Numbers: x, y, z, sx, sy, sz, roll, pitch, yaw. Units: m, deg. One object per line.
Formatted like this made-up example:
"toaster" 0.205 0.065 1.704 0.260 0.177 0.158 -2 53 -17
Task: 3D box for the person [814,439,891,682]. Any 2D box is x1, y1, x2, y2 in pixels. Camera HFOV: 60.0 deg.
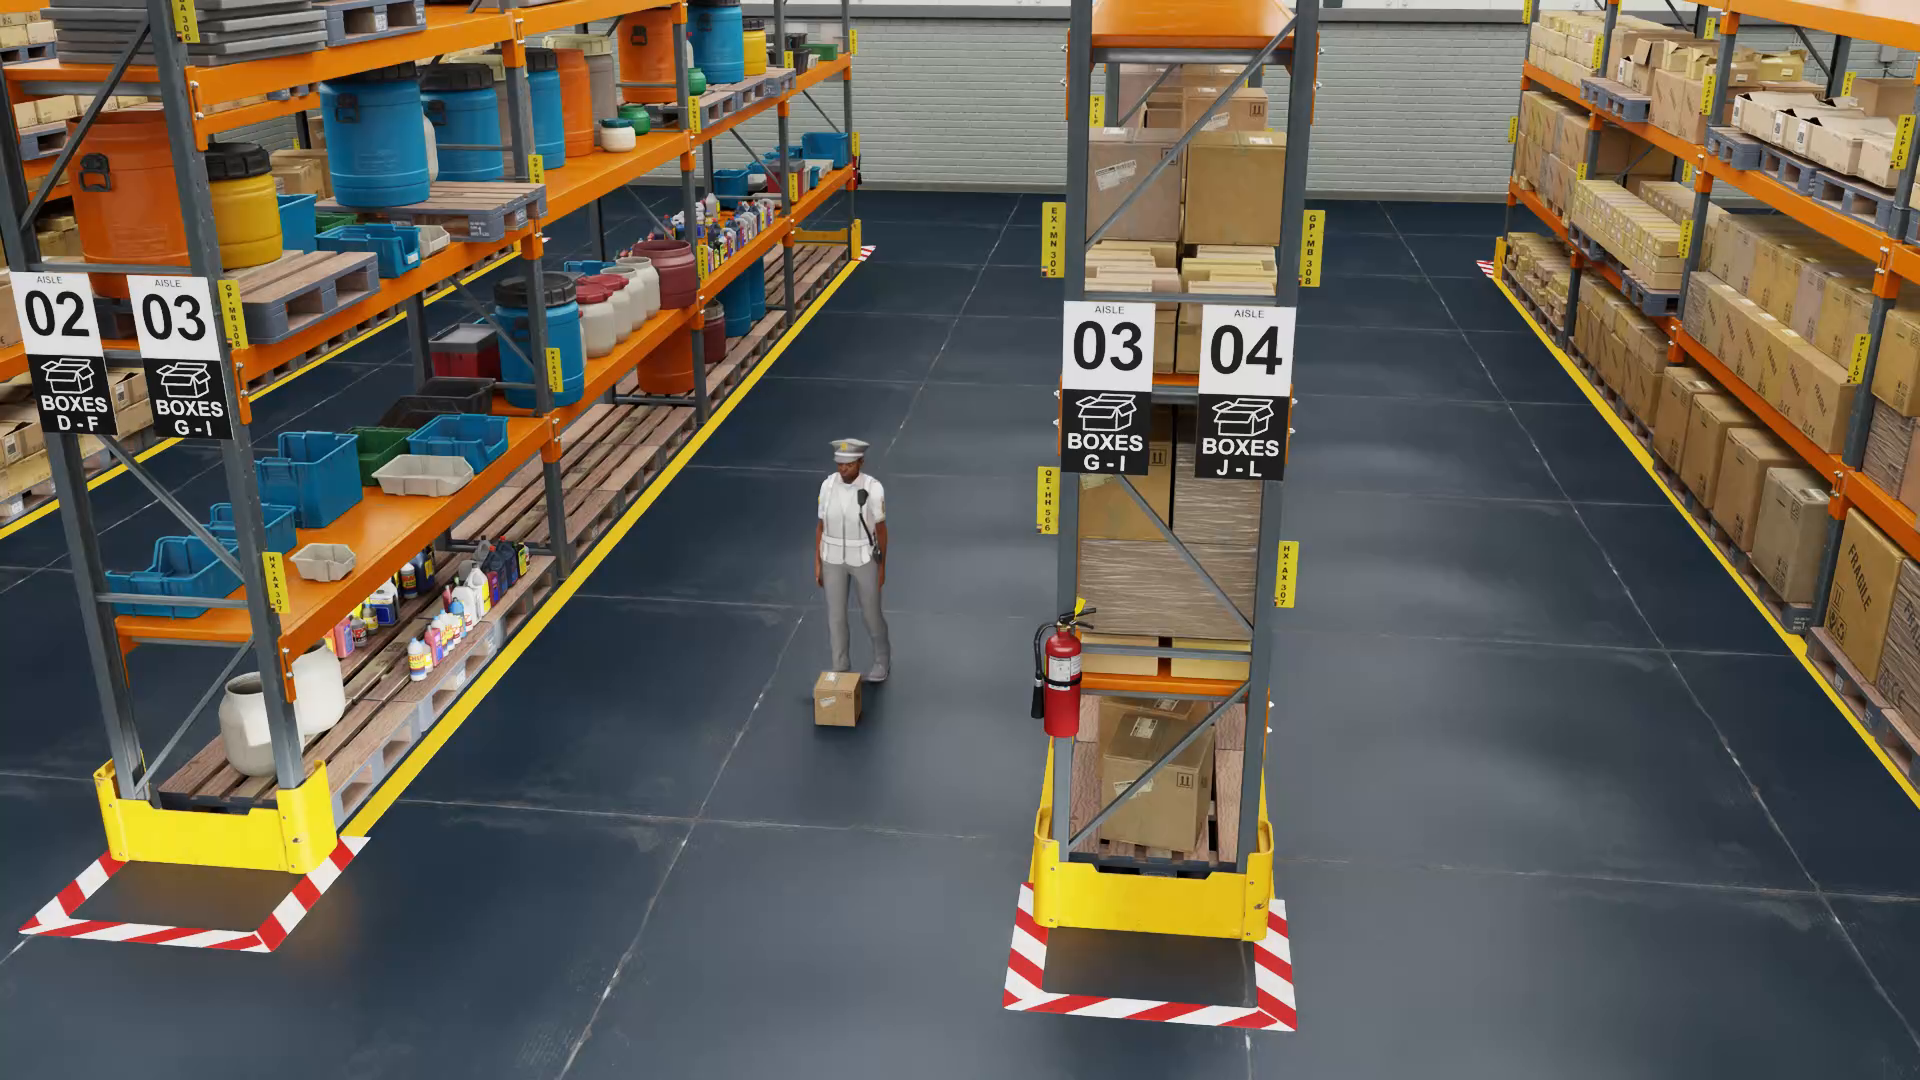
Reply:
"person" -0.704 0.156 10.659 0.462 1.698 0.570 5 22 12
